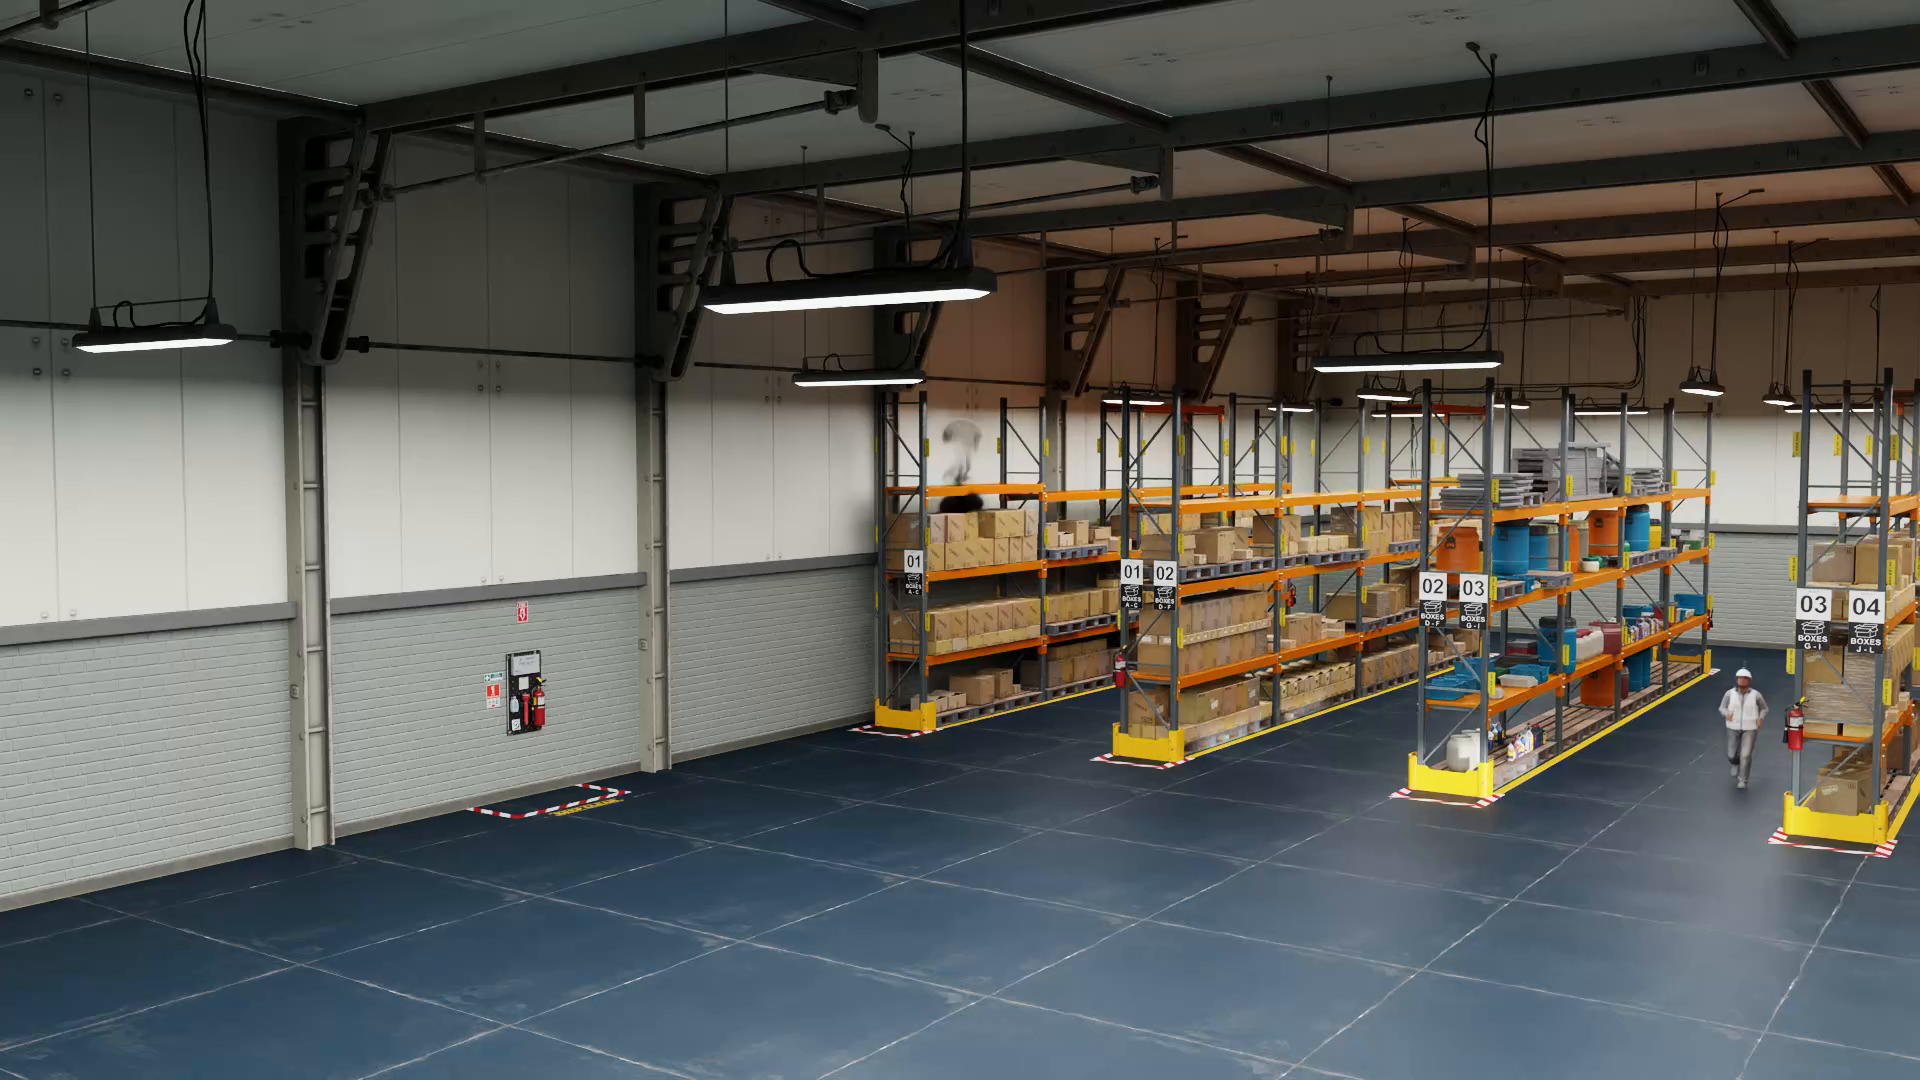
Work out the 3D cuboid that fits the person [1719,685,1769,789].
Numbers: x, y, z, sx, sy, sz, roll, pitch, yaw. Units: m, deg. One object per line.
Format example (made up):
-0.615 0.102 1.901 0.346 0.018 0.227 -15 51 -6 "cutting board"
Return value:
11.567 2.889 24.563 0.667 1.503 0.760 2 4 30 "person"
